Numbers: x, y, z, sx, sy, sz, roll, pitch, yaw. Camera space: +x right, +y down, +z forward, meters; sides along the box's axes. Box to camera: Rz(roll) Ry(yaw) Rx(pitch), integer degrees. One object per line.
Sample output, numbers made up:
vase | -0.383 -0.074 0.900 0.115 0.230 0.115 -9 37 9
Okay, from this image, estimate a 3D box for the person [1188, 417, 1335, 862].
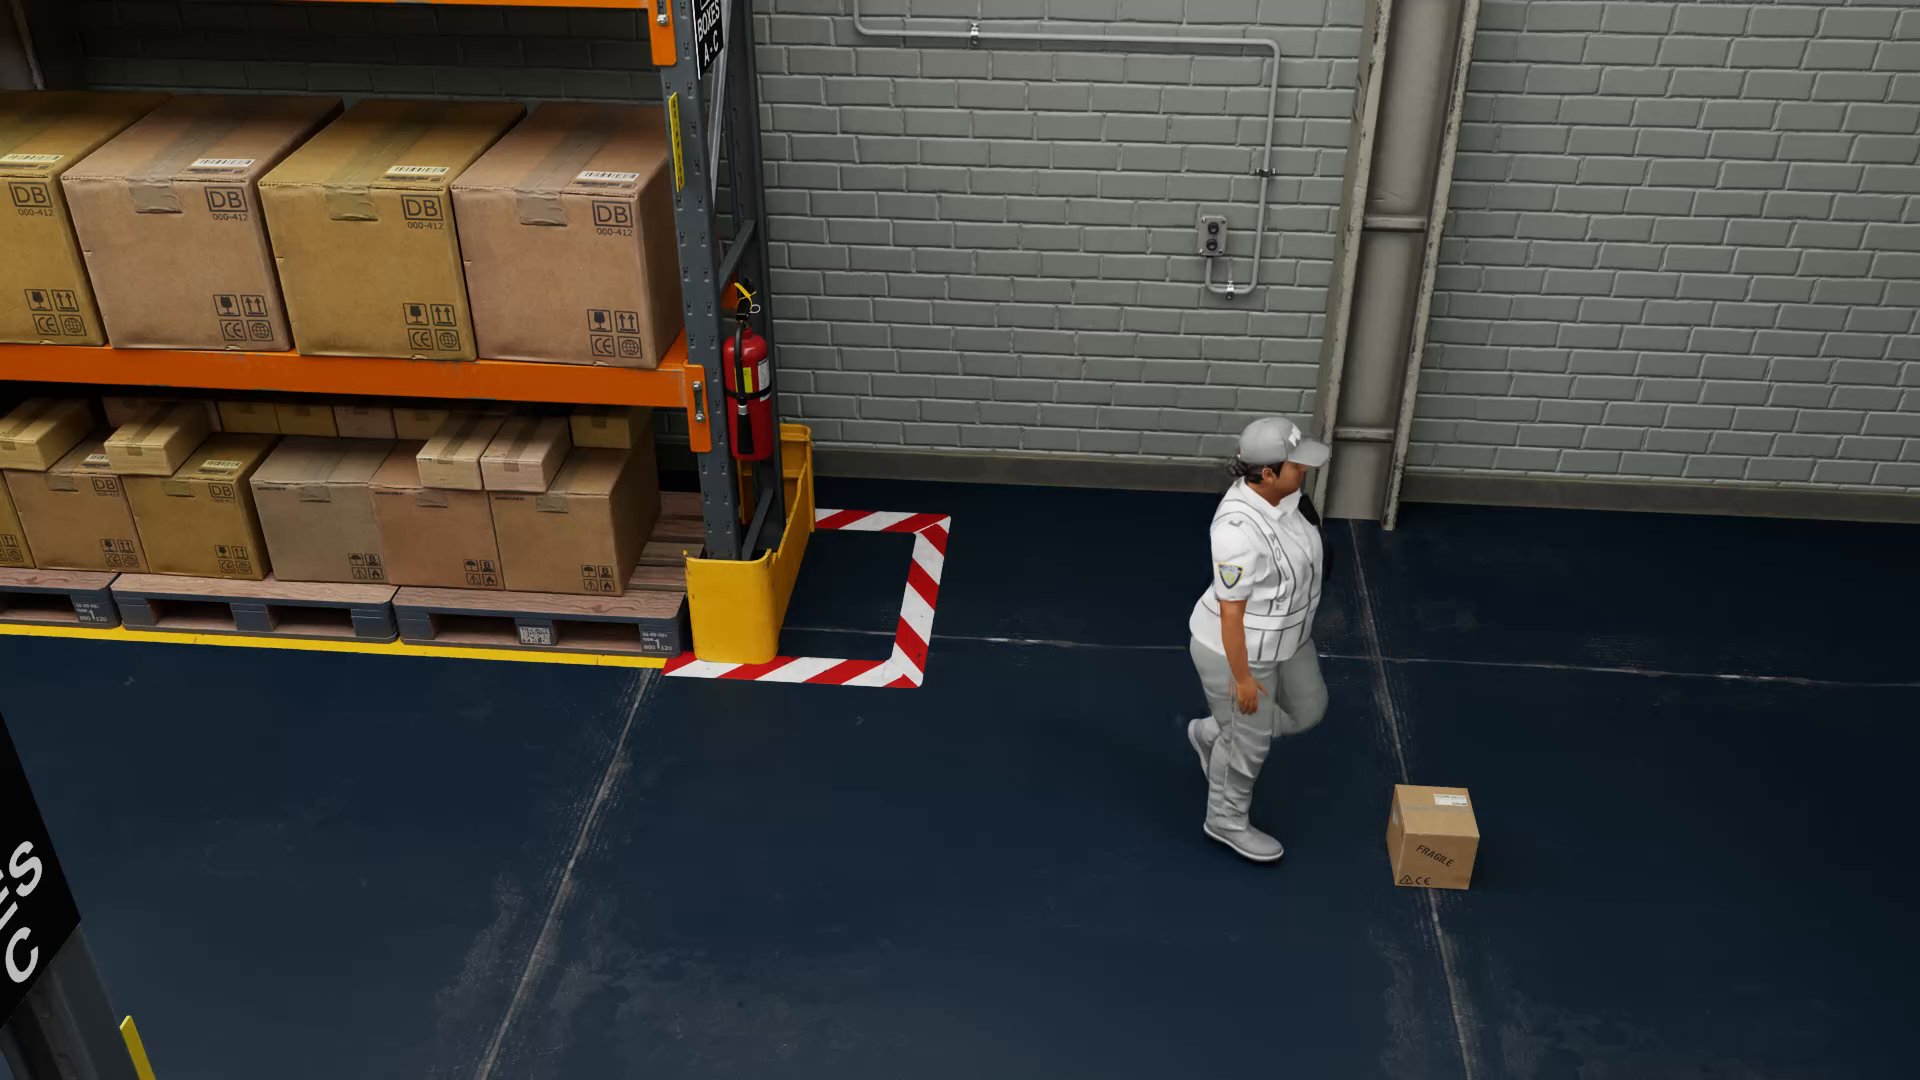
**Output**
person | 0.979 0.325 5.587 0.476 1.653 0.490 21 38 30
